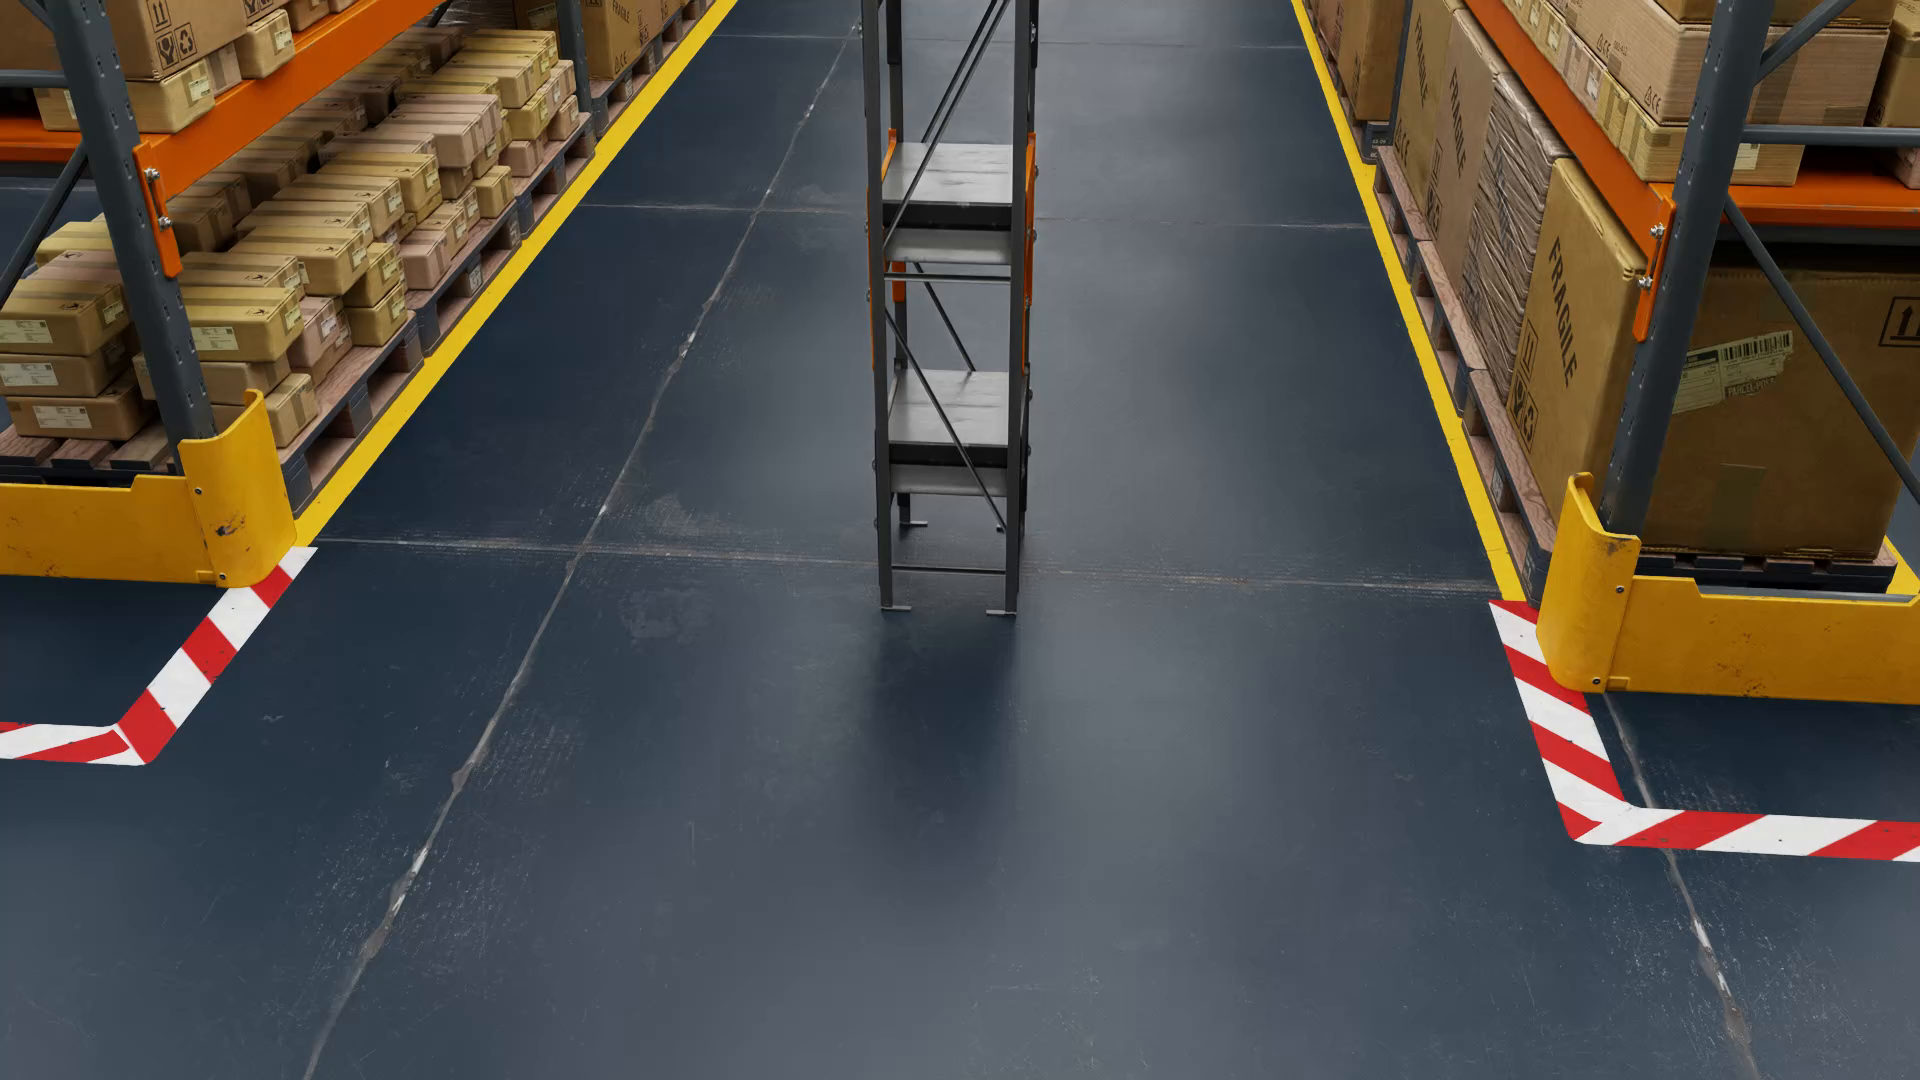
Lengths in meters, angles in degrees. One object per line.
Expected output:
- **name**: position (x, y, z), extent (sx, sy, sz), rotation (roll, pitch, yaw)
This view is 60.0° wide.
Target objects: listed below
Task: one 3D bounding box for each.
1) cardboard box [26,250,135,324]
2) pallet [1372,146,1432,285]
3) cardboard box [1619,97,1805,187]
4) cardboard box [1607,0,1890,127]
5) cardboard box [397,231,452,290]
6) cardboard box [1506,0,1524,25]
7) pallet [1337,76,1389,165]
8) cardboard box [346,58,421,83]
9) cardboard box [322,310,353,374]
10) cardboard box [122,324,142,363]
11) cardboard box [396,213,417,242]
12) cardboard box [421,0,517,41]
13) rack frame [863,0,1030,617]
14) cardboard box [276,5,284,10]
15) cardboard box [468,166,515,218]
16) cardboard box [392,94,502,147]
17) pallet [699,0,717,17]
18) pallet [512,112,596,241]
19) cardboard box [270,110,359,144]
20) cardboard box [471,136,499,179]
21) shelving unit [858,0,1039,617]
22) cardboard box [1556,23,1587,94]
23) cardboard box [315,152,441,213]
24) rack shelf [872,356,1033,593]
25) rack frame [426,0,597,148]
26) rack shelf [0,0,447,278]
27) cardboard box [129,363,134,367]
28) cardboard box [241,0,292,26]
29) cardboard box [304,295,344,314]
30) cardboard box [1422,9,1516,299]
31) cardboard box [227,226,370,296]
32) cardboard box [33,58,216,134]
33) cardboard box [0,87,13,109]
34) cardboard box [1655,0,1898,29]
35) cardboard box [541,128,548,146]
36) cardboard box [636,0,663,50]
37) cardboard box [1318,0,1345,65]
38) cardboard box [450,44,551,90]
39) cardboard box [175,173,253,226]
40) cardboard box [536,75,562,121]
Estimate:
- **cardboard box**: position (-2.825, -0.839, 5.502), extent (0.380, 0.149, 0.250), rotation (3, 32, 5)
- **pallet**: position (2.428, -1.449, 7.400), extent (1.003, 0.211, 1.213), rotation (2, 32, 4)
- **cardboard box**: position (1.943, -1.032, 4.306), extent (0.380, 0.149, 0.250), rotation (3, 32, 5)
- **cardboard box**: position (2.017, -1.267, 4.306), extent (0.500, 0.250, 0.500), rotation (2, 32, 3)
- **cardboard box**: position (-2.215, -1.093, 6.481), extent (0.380, 0.149, 0.250), rotation (1, 32, 2)
- **cardboard box**: position (2.068, -1.832, 5.603), extent (0.380, 0.149, 0.250), rotation (3, 32, 5)
- **pallet**: position (2.556, -2.250, 8.700), extent (1.003, 0.211, 1.213), rotation (2, 32, 4)
- **cardboard box**: position (-2.655, -2.067, 7.494), extent (0.380, 0.149, 0.250), rotation (2, 32, 3)
- **cardboard box**: position (-2.378, -0.700, 5.843), extent (0.380, 0.149, 0.250), rotation (3, 32, 5)
- **cardboard box**: position (-2.859, -0.718, 5.590), extent (0.380, 0.149, 0.250), rotation (2, 32, 3)
- **cardboard box**: position (-2.347, -1.247, 6.448), extent (0.380, 0.149, 0.250), rotation (4, 32, 7)
- **cardboard box**: position (-2.558, -2.808, 8.929), extent (0.500, 0.500, 0.500), rotation (2, 32, 3)
- **rack frame**: position (-0.033, -0.680, 4.352), extent (0.400, 2.100, 0.015), rotation (2, 32, 4)
- **cardboard box**: position (-2.401, -1.667, 5.335), extent (0.380, 0.149, 0.250), rotation (4, 32, 6)
- **cardboard box**: position (-2.144, -1.500, 7.141), extent (0.380, 0.149, 0.250), rotation (2, 32, 4)
- **cardboard box**: position (-2.160, -1.773, 7.018), extent (0.380, 0.149, 0.250), rotation (1, 32, 2)
- **pallet**: position (-2.107, -3.791, 11.201), extent (1.003, 0.211, 1.213), rotation (2, 32, 4)
- **pallet**: position (-2.387, -1.756, 7.897), extent (1.003, 0.211, 1.213), rotation (2, 32, 4)
- **cardboard box**: position (-2.695, -1.654, 6.824), extent (0.380, 0.149, 0.250), rotation (1, 32, 2)
- **cardboard box**: position (-2.209, -1.665, 7.126), extent (0.380, 0.149, 0.250), rotation (3, 32, 5)
- **shelving unit**: position (-0.013, -0.807, 4.559), extent (0.431, 2.100, 0.503), rotation (2, 32, 4)
- **cardboard box**: position (2.006, -1.431, 4.952), extent (0.380, 0.149, 0.250), rotation (3, 32, 5)
- **cardboard box**: position (-2.224, -1.371, 6.365), extent (0.380, 0.149, 0.250), rotation (3, 32, 5)
- **rack shelf**: position (-0.013, -0.200, 4.933), extent (0.431, 0.518, 0.480), rotation (2, 32, 4)
- **rack frame**: position (-2.367, -3.295, 7.738), extent (1.000, 3.000, 0.127), rotation (2, 32, 4)
- **rack shelf**: position (-2.530, -1.943, 6.230), extent (1.077, 0.370, 4.000), rotation (2, 32, 4)
- **cardboard box**: position (-2.938, -0.592, 5.668), extent (0.380, 0.149, 0.250), rotation (3, 32, 5)
- **cardboard box**: position (-2.363, -1.877, 5.058), extent (0.500, 0.500, 0.500), rotation (3, 32, 4)
- **cardboard box**: position (-2.384, -0.831, 5.773), extent (0.380, 0.149, 0.250), rotation (3, 32, 5)
- **cardboard box**: position (2.361, -1.493, 6.438), extent (0.875, 0.875, 0.875), rotation (2, 32, 4)
- **cardboard box**: position (-2.261, -0.957, 5.694), extent (0.380, 0.149, 0.250), rotation (2, 32, 4)
- **cardboard box**: position (-2.340, -1.252, 4.662), extent (0.380, 0.149, 0.250), rotation (2, 32, 4)
- **cardboard box**: position (-2.948, -1.279, 4.706), extent (0.380, 0.149, 0.250), rotation (2, 32, 4)
- **cardboard box**: position (2.020, -1.587, 4.111), extent (0.500, 0.500, 0.500), rotation (3, 32, 5)
- **cardboard box**: position (-2.164, -1.909, 7.805), extent (0.380, 0.149, 0.250), rotation (3, 32, 5)
- **cardboard box**: position (-2.001, -3.062, 9.341), extent (0.500, 0.500, 0.500), rotation (4, 32, 6)
- **cardboard box**: position (2.672, -3.108, 9.059), extent (1.225, 0.875, 0.875), rotation (1, 32, 2)
- **cardboard box**: position (-2.118, -2.181, 7.680), extent (0.380, 0.149, 0.250), rotation (3, 32, 5)
- **cardboard box**: position (-2.880, -1.255, 6.177), extent (0.380, 0.149, 0.250), rotation (4, 32, 6)
- **cardboard box**: position (-2.086, -2.067, 7.778), extent (0.380, 0.149, 0.250), rotation (1, 32, 2)
